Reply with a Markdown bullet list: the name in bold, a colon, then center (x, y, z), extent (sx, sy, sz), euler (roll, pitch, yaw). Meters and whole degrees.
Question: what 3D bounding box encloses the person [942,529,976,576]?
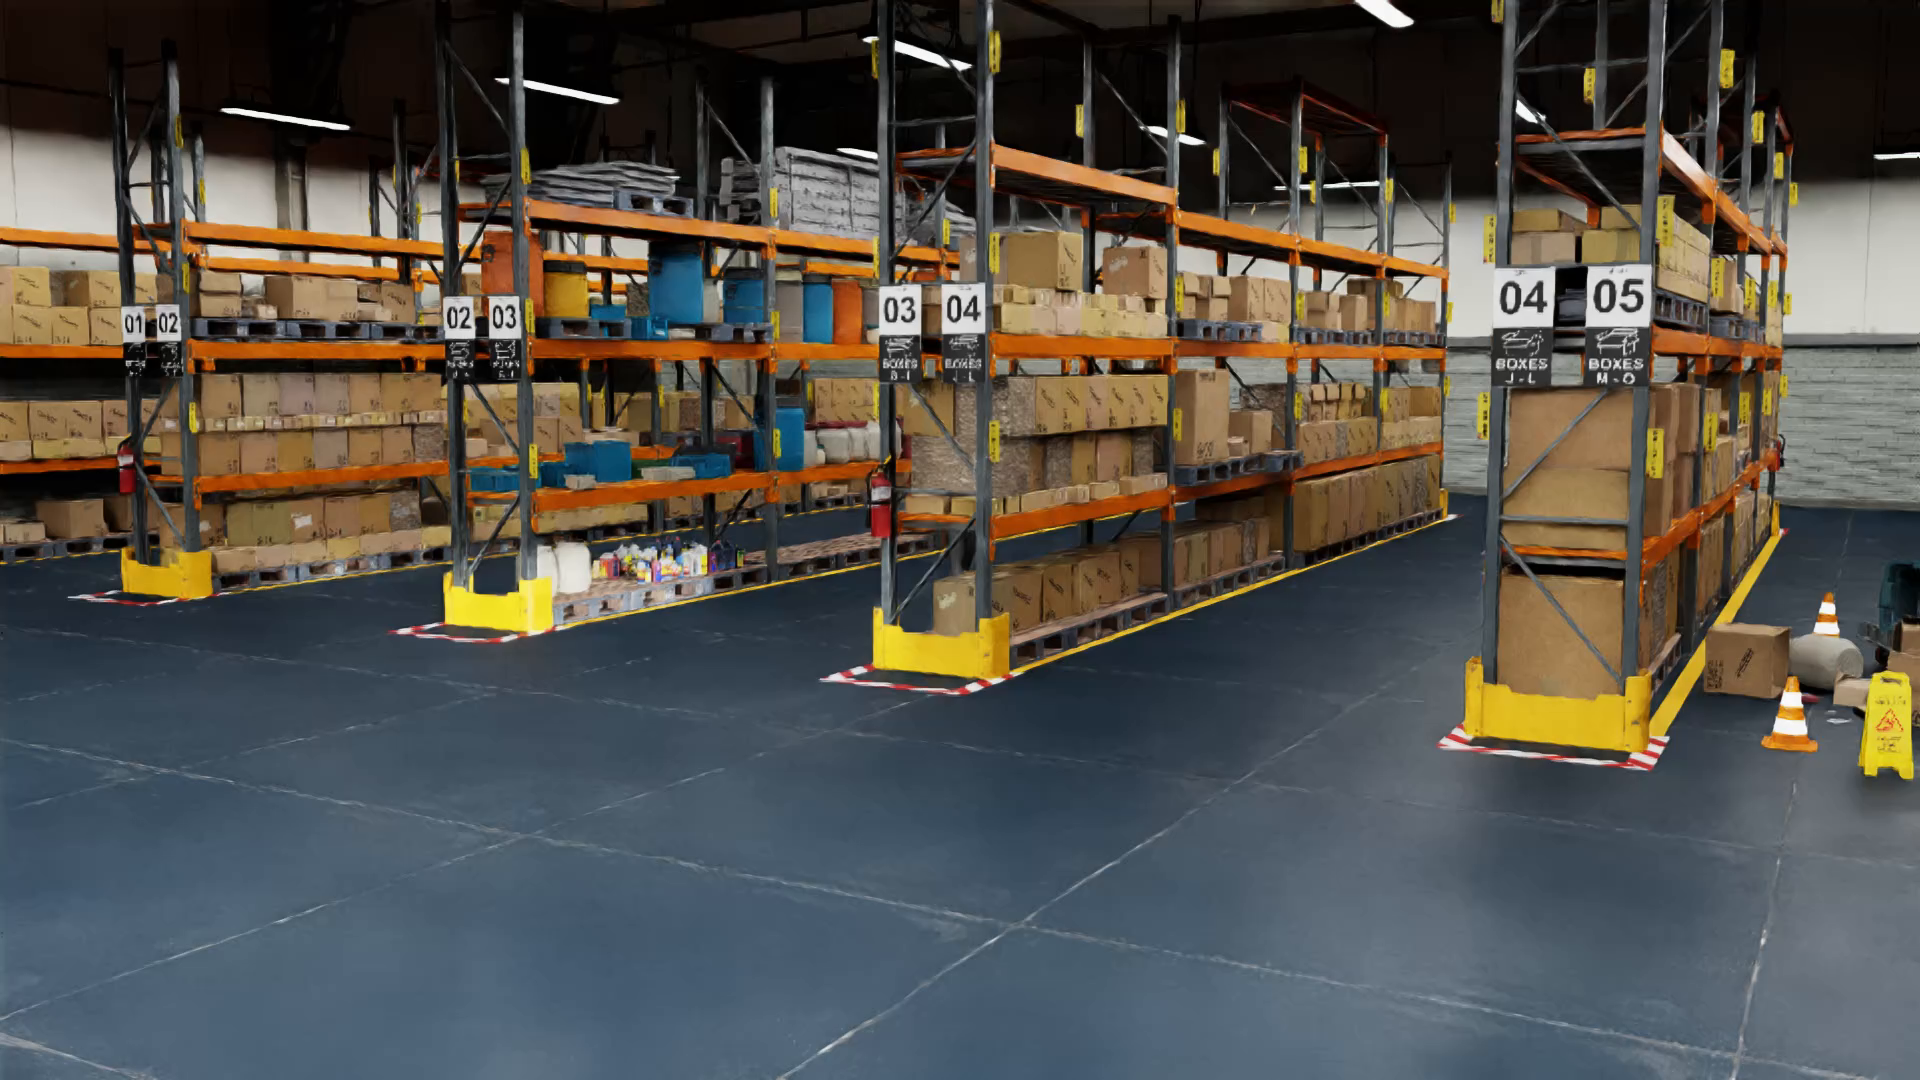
- **person**: center (-0.019, -0.074, 17.064), extent (0.541, 1.661, 0.562), euler (-5, 8, -41)
